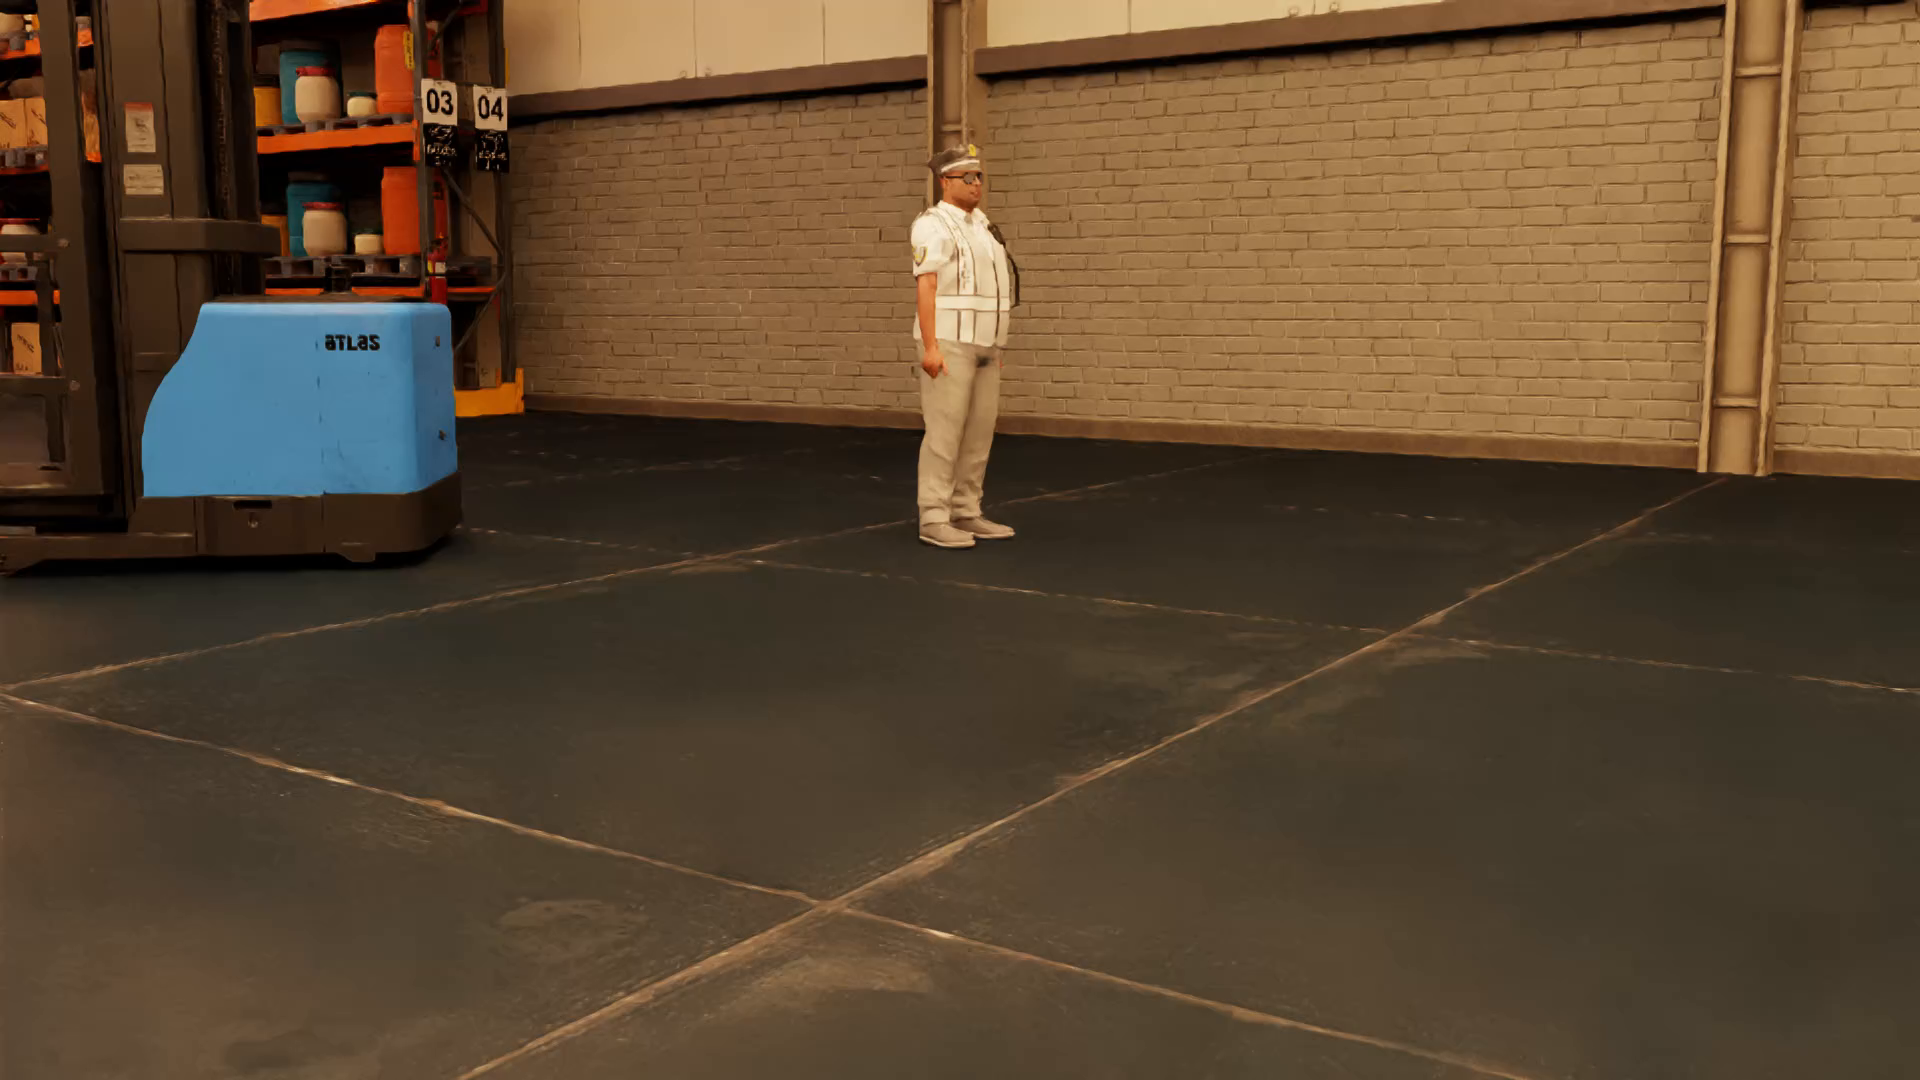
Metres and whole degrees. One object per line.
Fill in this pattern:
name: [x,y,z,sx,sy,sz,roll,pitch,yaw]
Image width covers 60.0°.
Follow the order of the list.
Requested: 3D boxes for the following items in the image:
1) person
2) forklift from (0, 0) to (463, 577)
person: [0.014,-0.875,7.471,0.396,1.773,0.523,5,10,34]
forklift: [-3.754,-1.380,6.900,3.031,2.935,1.130,-1,8,-7]
